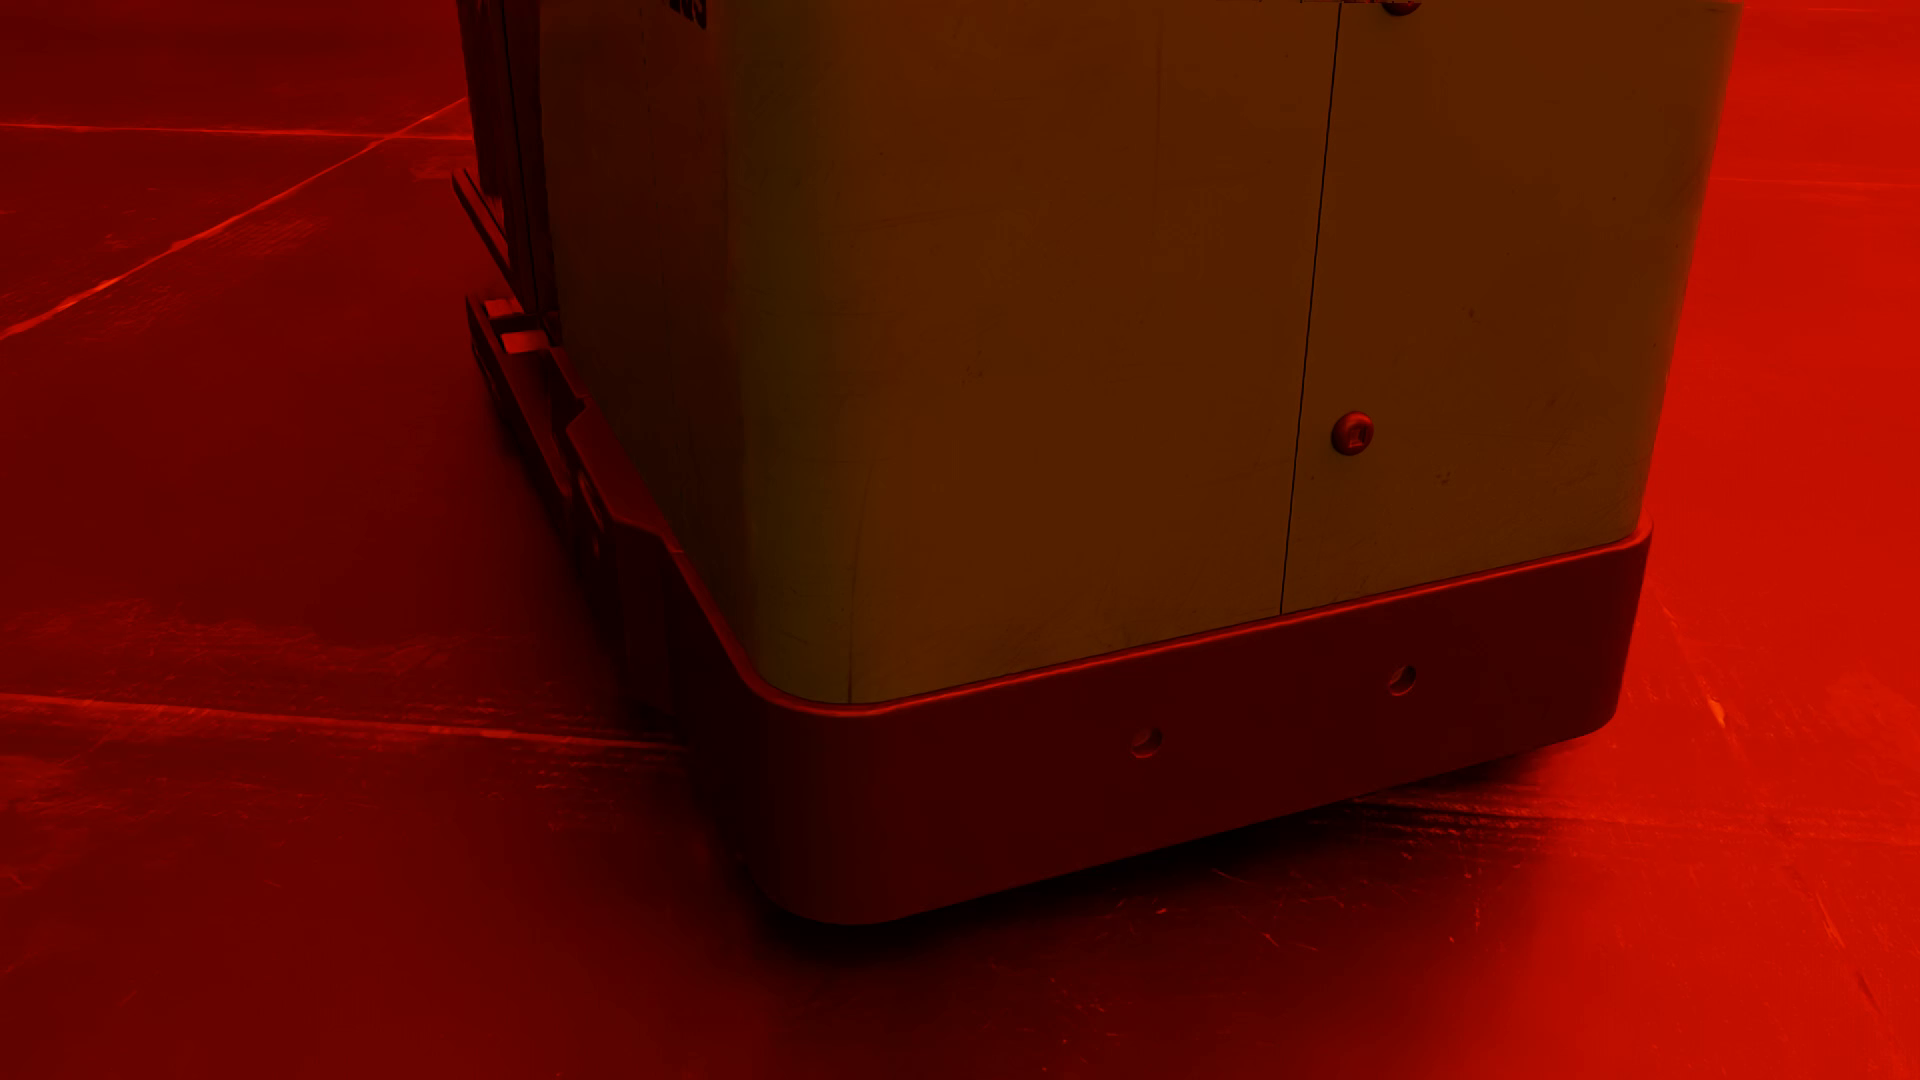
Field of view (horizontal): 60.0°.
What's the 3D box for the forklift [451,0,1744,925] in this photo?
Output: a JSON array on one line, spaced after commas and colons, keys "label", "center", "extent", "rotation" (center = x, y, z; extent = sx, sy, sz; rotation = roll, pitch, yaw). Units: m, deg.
[{"label": "forklift", "center": [-0.260, -1.576, 2.376], "extent": [1.130, 2.935, 3.031], "rotation": [-11, 28, -20]}]
